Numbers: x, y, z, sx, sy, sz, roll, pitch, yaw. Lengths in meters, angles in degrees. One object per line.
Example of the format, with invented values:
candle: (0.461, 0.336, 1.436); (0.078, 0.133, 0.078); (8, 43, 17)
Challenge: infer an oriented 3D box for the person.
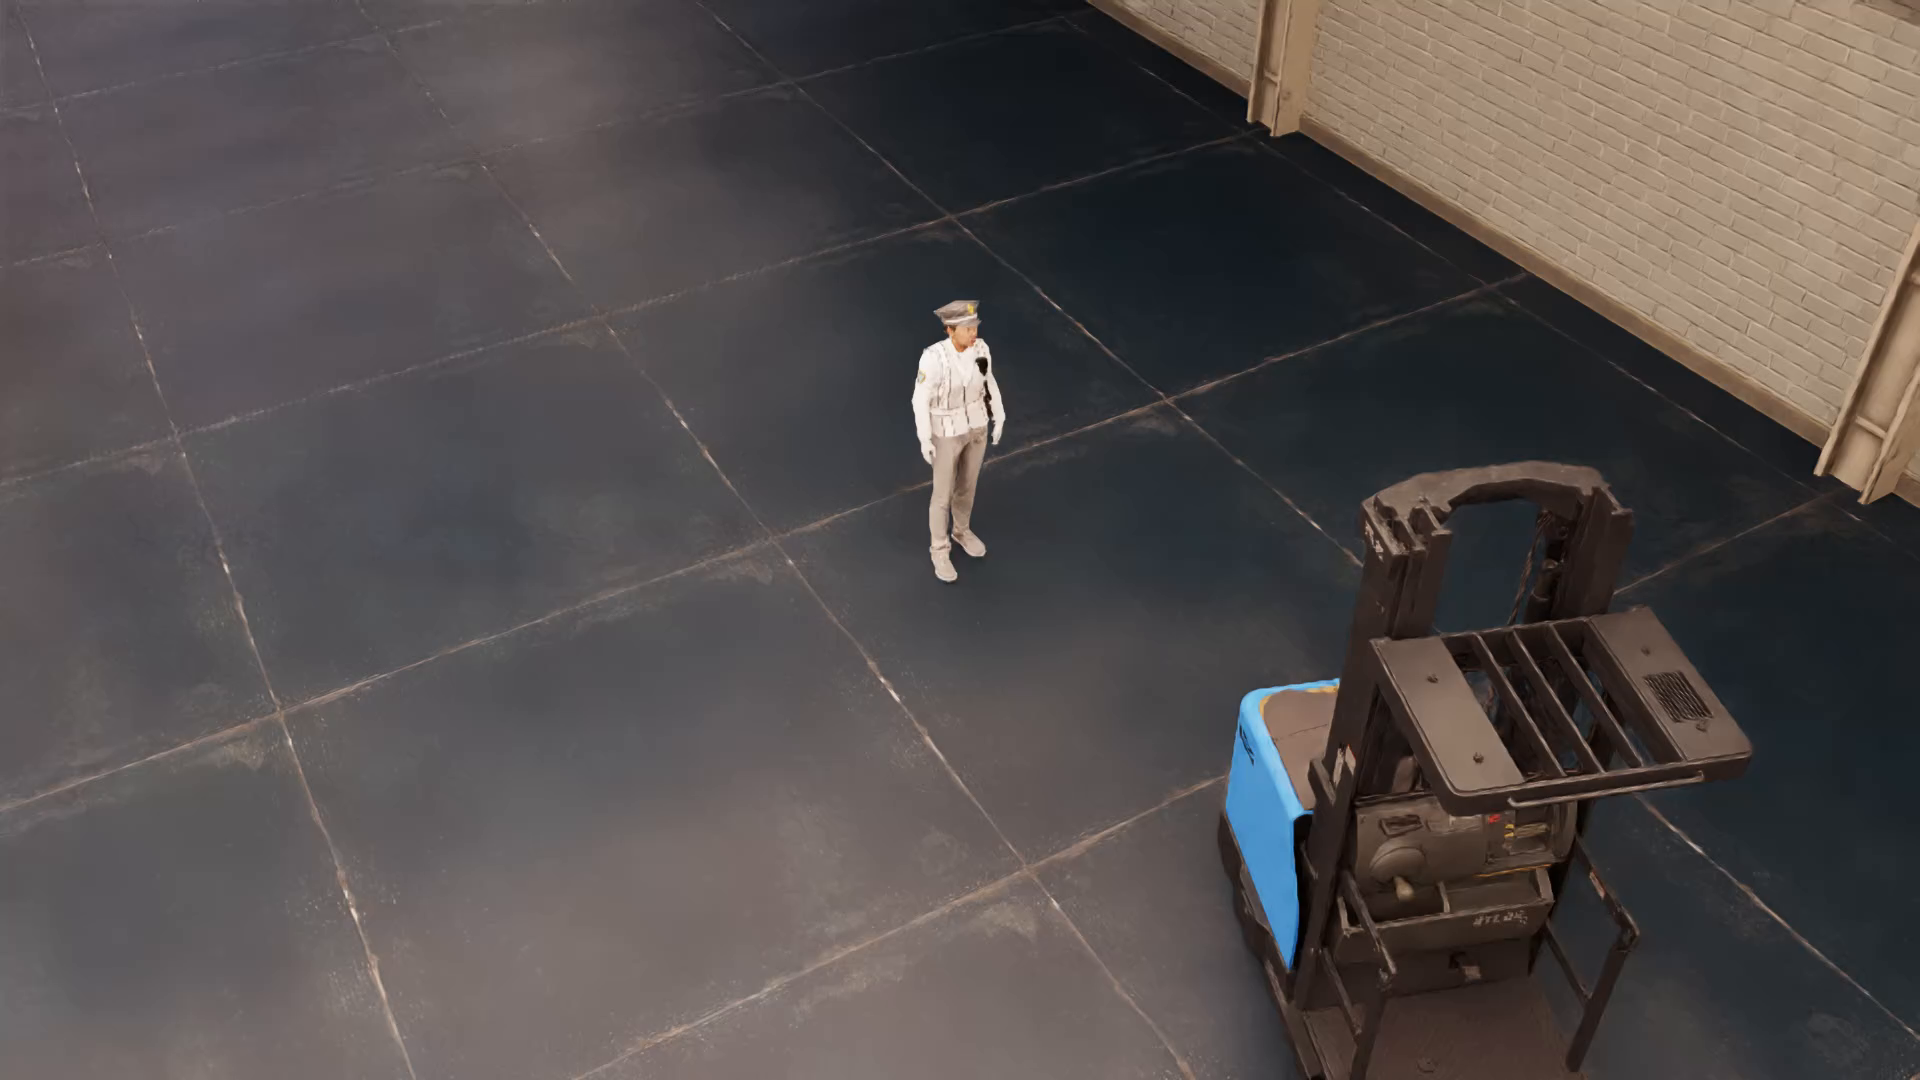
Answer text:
person: (0.028, -0.618, 9.738); (0.586, 1.695, 0.533); (-20, 44, -23)

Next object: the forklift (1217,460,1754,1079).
forklift: (2.064, 1.278, 6.495); (1.130, 2.935, 3.031); (-7, 40, -8)
